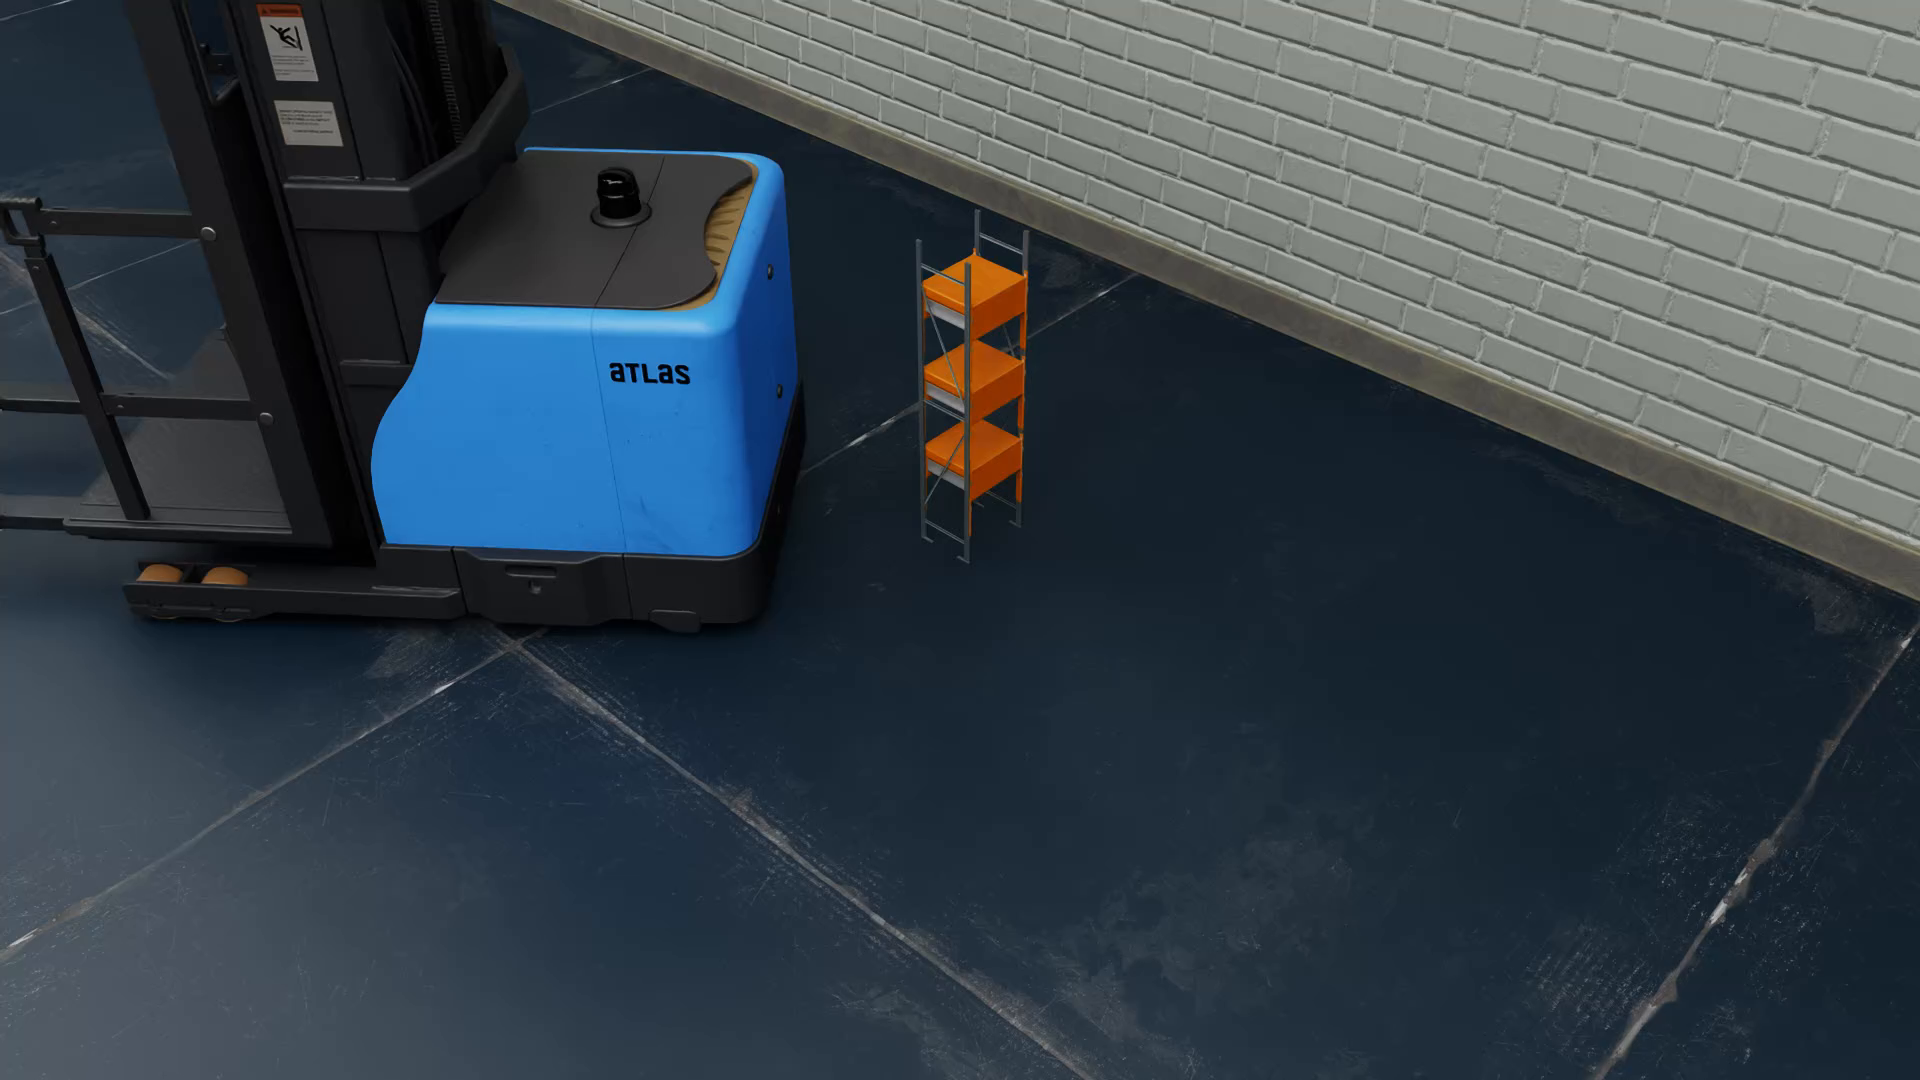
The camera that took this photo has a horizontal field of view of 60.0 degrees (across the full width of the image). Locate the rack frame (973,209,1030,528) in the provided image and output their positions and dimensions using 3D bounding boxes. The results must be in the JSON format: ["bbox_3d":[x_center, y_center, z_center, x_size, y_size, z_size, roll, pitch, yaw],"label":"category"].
[{"bbox_3d":[0.118,-0.492,5.025,0.200,1.050,0.008,30,47,32],"label":"rack frame"}]

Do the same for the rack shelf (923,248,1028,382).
[{"bbox_3d":[0.036,-0.649,4.784,0.215,0.259,0.240,30,47,32],"label":"rack shelf"}]

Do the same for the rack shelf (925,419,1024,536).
[{"bbox_3d":[0.036,-0.210,5.134,0.215,0.259,0.240,30,47,32],"label":"rack shelf"}]

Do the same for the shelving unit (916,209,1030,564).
[{"bbox_3d":[0.036,-0.435,4.954,0.215,1.050,0.252,30,47,32],"label":"shelving unit"}]

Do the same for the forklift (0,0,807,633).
[{"bbox_3d":[-2.052,-1.229,4.440,3.031,2.935,1.130,2,39,3],"label":"forklift"}]

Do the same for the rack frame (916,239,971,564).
[{"bbox_3d":[-0.046,-0.379,4.884,0.200,1.050,0.008,30,47,32],"label":"rack frame"}]

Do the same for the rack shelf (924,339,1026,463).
[{"bbox_3d":[0.036,-0.427,4.961,0.215,0.259,0.240,30,47,32],"label":"rack shelf"}]
